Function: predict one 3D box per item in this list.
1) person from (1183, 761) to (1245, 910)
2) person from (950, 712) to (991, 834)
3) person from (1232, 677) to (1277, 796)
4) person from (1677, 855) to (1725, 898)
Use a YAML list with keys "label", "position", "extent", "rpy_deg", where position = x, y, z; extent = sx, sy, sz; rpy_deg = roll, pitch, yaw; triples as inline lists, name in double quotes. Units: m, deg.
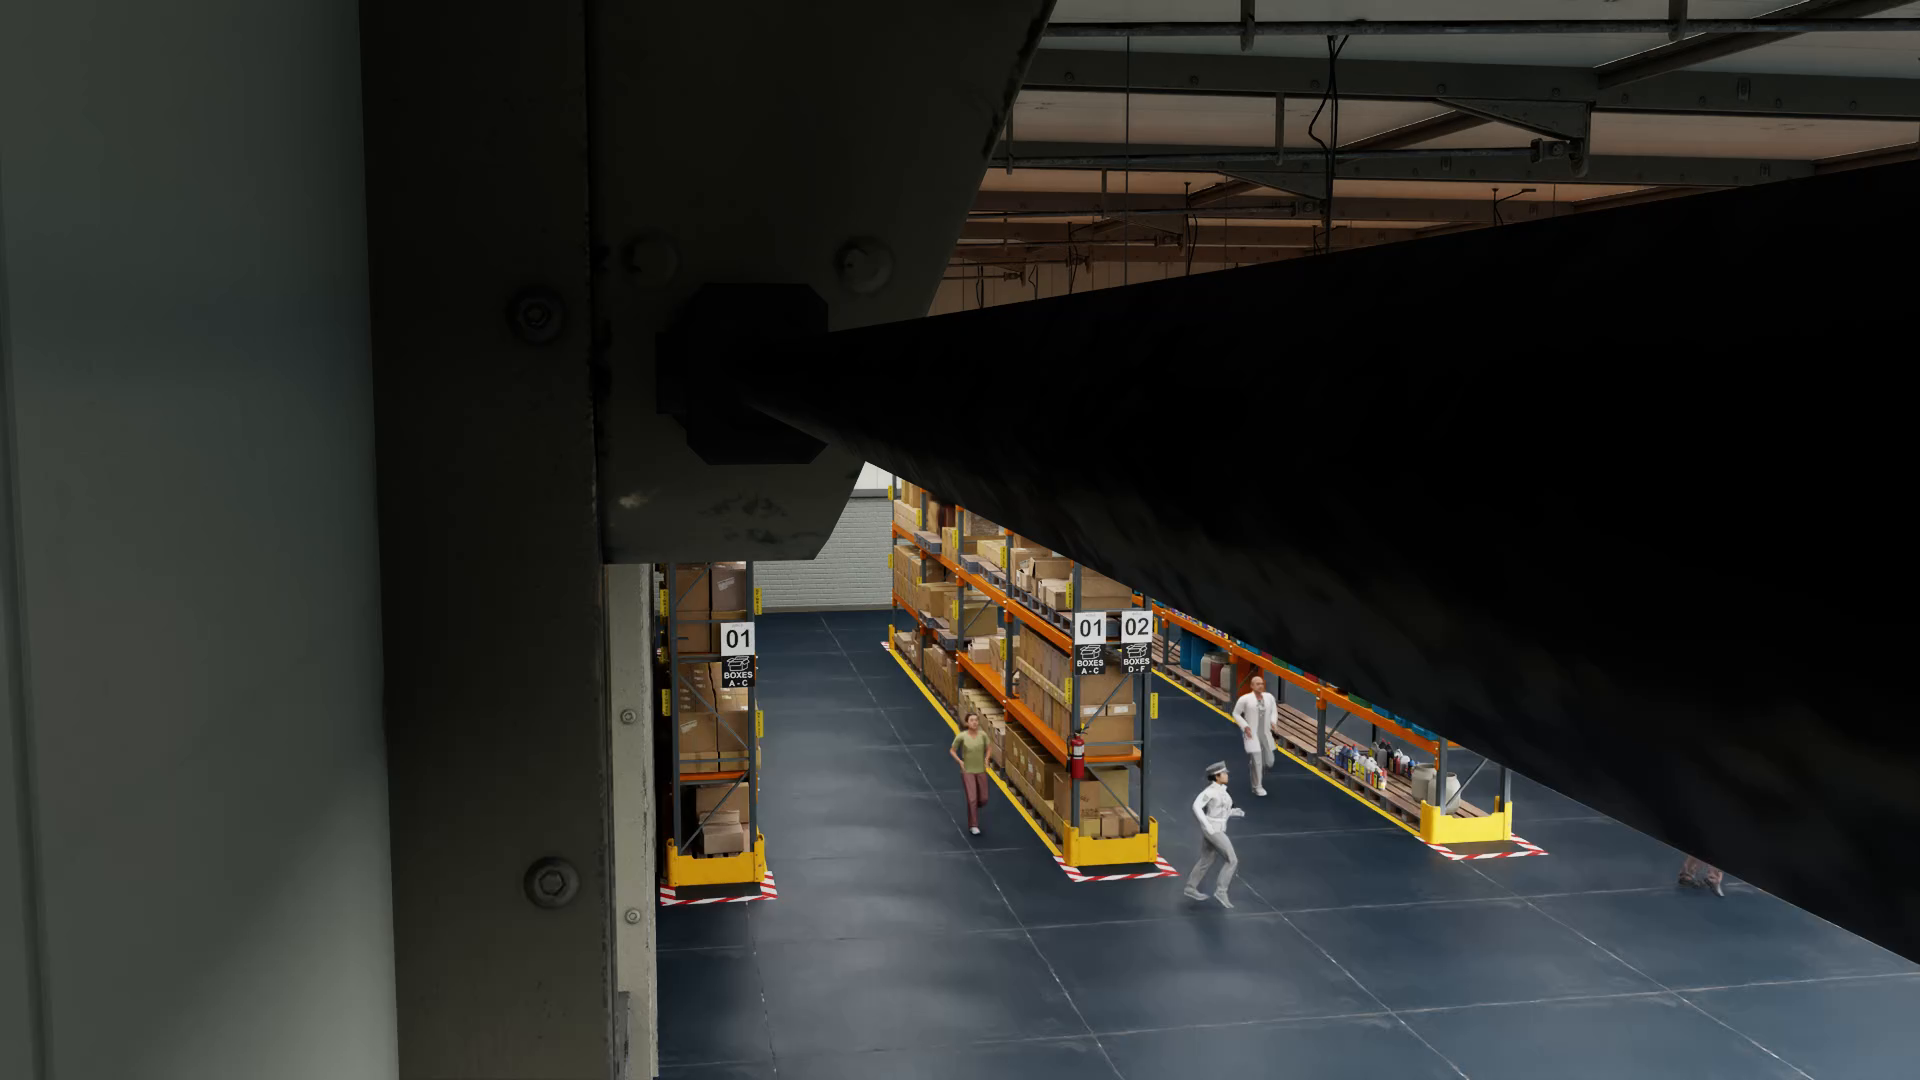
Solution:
- label: "person"
  position: [2.948, 3.379, 19.307]
  extent: [0.695, 1.666, 0.605]
  rpy_deg: [2, 6, 14]
- label: "person"
  position: [0.164, 3.110, 22.345]
  extent: [0.580, 1.619, 0.544]
  rpy_deg: [-2, 6, -15]
- label: "person"
  position: [4.320, 2.844, 24.289]
  extent: [0.696, 1.731, 0.639]
  rpy_deg: [-1, 6, -13]
- label: "person"
  position: [8.959, 3.362, 19.771]
  extent: [0.739, 1.762, 0.627]
  rpy_deg: [2, 7, 22]
